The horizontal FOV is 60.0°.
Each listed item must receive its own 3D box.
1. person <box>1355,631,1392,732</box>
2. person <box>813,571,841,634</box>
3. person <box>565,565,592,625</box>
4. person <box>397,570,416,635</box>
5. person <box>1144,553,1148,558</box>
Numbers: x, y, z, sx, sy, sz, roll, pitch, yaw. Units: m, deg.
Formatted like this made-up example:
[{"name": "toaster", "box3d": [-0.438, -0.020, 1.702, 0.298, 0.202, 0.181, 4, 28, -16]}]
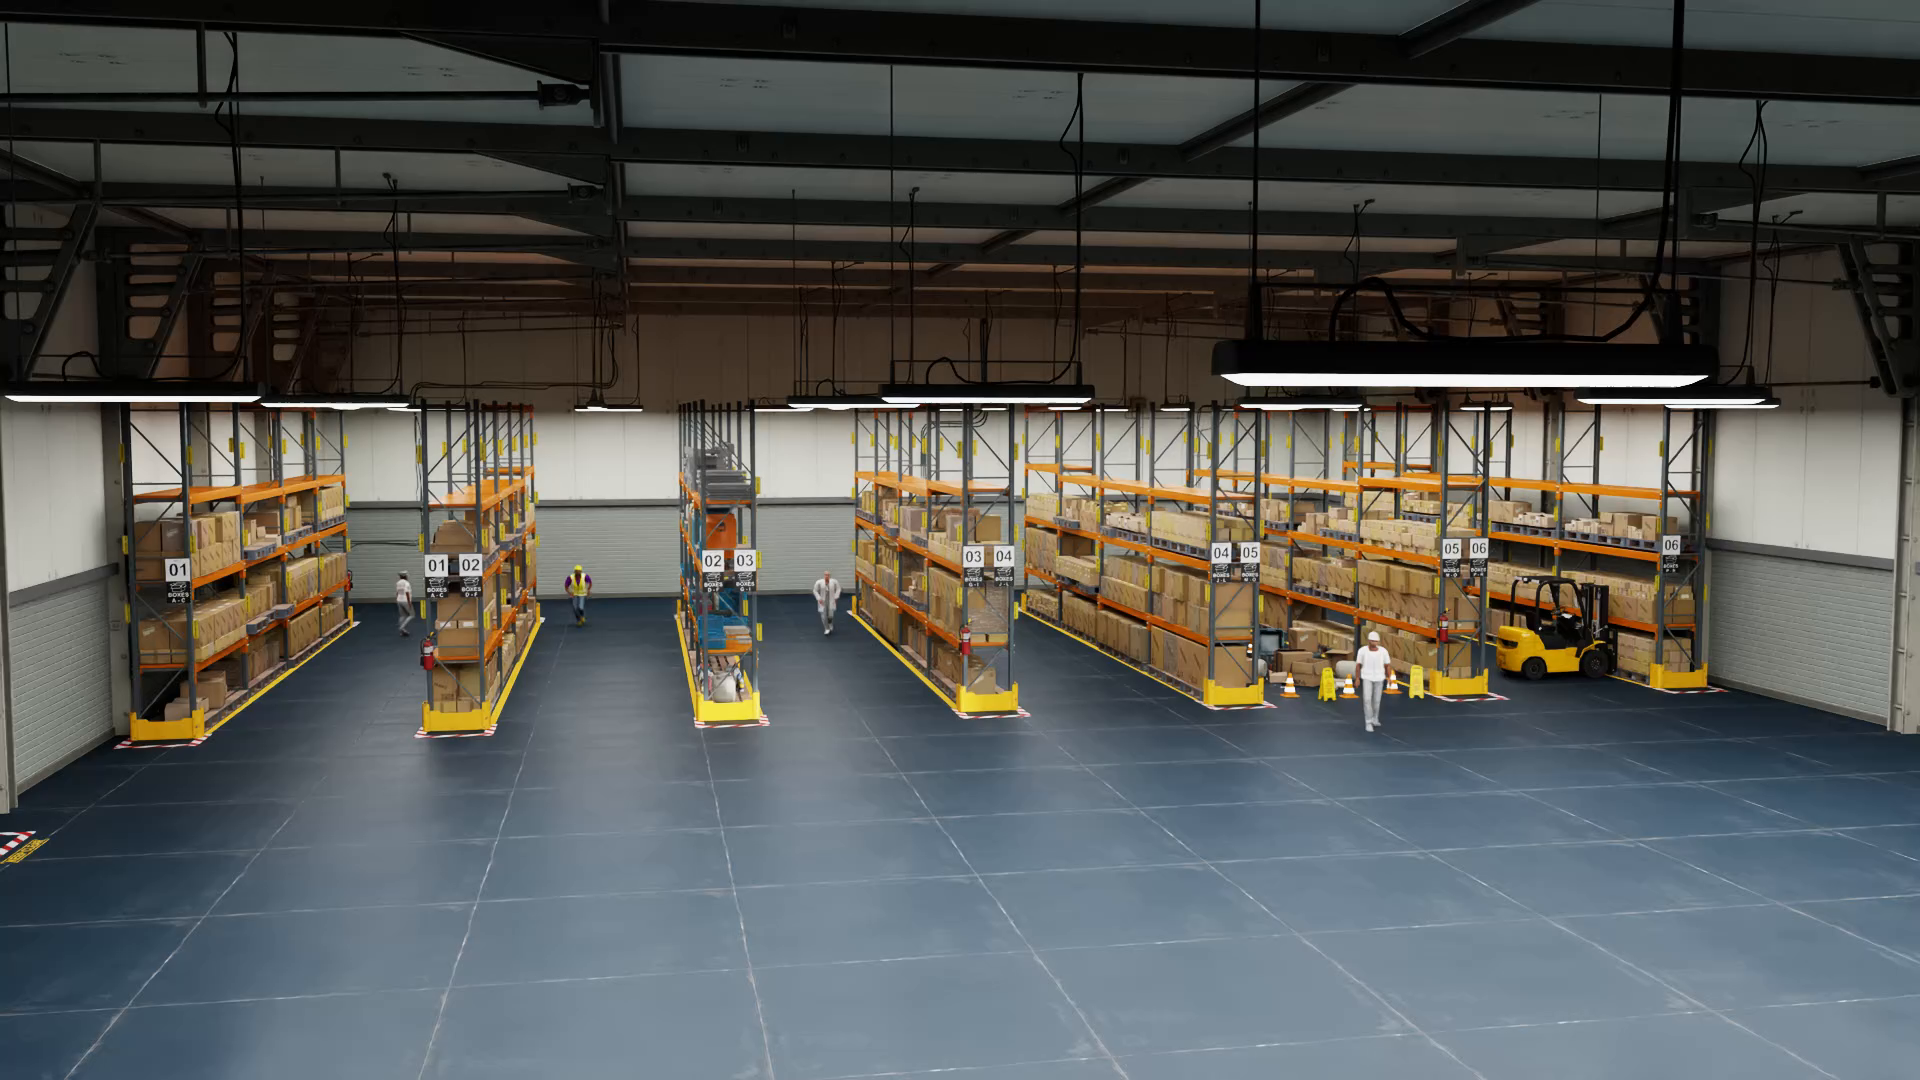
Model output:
[{"name": "person", "box3d": [7.536, 2.562, 30.304, 0.642, 1.790, 0.641, 0, 4, 6]}, {"name": "person", "box3d": [-3.462, 1.621, 43.349, 0.732, 1.685, 0.654, 0, 4, -3]}, {"name": "person", "box3d": [-10.318, 1.499, 44.987, 0.696, 1.665, 0.698, 0, 4, -3]}, {"name": "person", "box3d": [-14.424, 1.638, 43.083, 0.492, 1.676, 0.459, 3, 5, 33]}, {"name": "person", "box3d": [5.503, 1.189, 48.627, 0.633, 1.805, 0.582, 1, 4, 9]}]
